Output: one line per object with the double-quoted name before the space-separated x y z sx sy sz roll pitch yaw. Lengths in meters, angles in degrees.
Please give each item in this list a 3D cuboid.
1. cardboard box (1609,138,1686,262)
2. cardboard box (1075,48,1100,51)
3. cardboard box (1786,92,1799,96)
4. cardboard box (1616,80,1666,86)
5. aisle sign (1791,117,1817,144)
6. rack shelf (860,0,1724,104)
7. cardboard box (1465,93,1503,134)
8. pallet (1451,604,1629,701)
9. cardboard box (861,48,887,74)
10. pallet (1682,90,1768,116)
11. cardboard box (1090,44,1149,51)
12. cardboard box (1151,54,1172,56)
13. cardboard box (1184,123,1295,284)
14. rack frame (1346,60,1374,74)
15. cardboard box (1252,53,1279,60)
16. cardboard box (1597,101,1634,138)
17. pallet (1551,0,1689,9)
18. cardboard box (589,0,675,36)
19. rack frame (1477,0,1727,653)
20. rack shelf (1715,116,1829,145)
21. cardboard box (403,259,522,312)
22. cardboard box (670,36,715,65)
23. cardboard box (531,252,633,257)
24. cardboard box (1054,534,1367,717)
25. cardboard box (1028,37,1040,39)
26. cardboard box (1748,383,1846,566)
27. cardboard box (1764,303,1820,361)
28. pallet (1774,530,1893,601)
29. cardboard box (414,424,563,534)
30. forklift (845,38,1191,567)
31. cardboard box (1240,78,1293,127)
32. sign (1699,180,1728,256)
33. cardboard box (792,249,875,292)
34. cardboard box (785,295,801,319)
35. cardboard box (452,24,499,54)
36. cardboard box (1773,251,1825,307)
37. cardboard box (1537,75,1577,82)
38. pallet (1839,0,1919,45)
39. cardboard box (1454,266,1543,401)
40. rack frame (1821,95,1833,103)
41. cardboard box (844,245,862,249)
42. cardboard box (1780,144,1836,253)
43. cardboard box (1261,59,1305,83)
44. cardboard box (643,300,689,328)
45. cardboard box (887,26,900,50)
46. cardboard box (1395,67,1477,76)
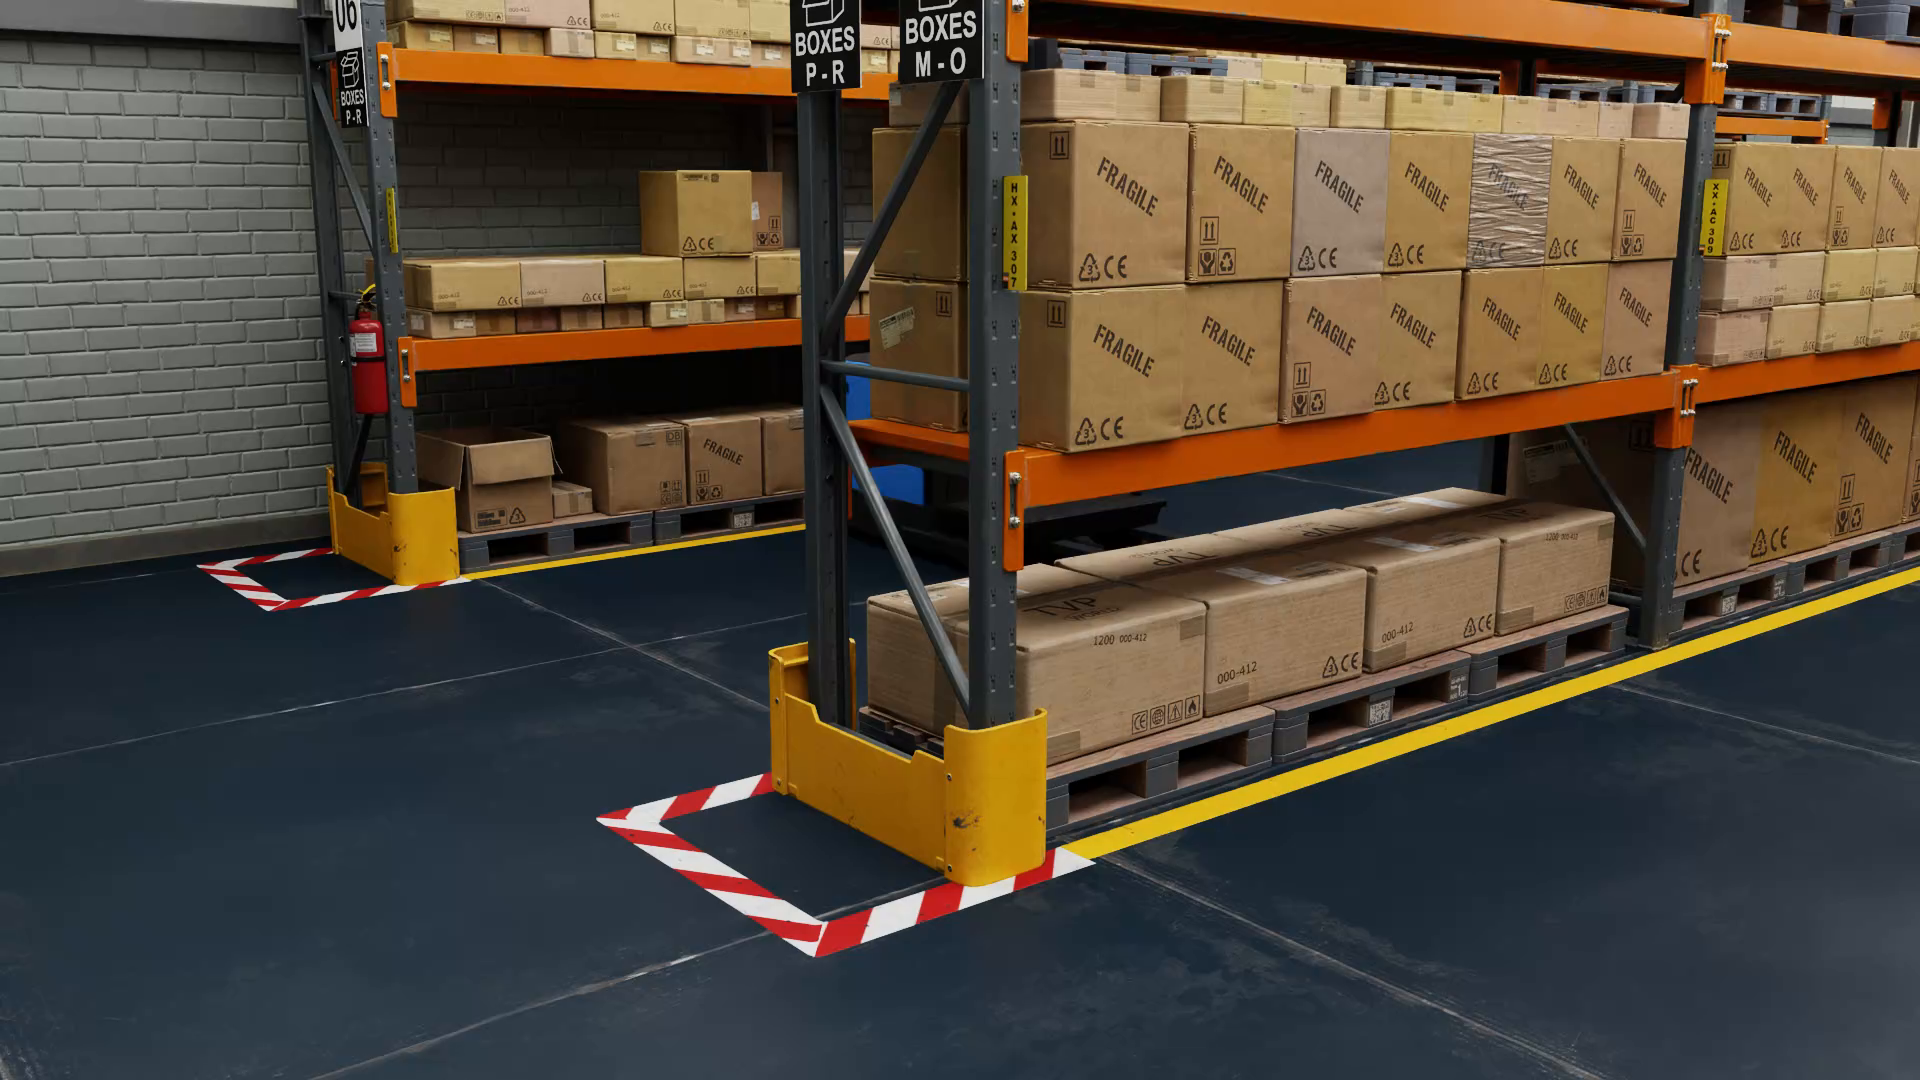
"cardboard box" 2.745 -1.467 7.167 0.500 0.500 0.500 -10 15 -38
"cardboard box" 0.807 -3.632 12.145 0.250 0.149 0.380 -10 16 -39
"cardboard box" 8.751 -4.838 17.825 0.250 0.149 0.380 -10 16 -39
"cardboard box" 6.624 -4.485 16.161 0.250 0.149 0.380 -9 15 -36
"aisle sign" 9.443 -4.629 18.448 0.004 0.787 0.394 -9 15 -38
"rack shelf" 1.380 -1.891 6.322 4.000 0.370 1.077 -9 15 -38
"cardboard box" 1.862 -1.643 6.435 0.250 0.149 0.380 -10 15 -39
"pallet" 2.299 0.415 7.665 1.213 0.211 1.003 -9 15 -38
"cardboard box" -0.667 -3.025 10.534 0.250 0.149 0.380 -9 15 -36
"pallet" 7.686 -4.574 17.438 1.213 0.211 1.003 -9 15 -38
"cardboard box" 1.115 -3.545 11.735 0.250 0.149 0.380 -10 15 -38
"cardboard box" 1.515 -3.778 12.881 0.250 0.149 0.380 -10 15 -38
"cardboard box" 0.770 -1.138 5.619 0.500 0.500 0.500 -10 16 -39
"rack frame" 2.961 -5.293 13.391 0.127 3.000 1.000 -9 15 -38
"cardboard box" 2.232 -3.763 12.806 0.250 0.149 0.380 -9 15 -38
"cardboard box" 2.626 -1.782 7.089 0.250 0.149 0.380 -9 15 -36
"pallet" 2.296 -2.354 6.986 1.213 0.211 1.003 -9 15 -38
"cardboard box" -1.977 -3.007 9.490 0.500 0.250 0.500 -10 16 -39
"rack frame" 2.941 -1.035 7.781 0.127 3.000 1.000 -9 15 -38
"rack shelf" 7.646 -4.252 17.444 4.000 0.370 1.077 -9 15 -38
"cardboard box" -2.763 -1.408 9.182 0.500 0.250 0.500 -9 15 -37
"cardboard box" -1.634 -2.852 9.720 0.250 0.149 0.380 -9 15 -38
"cardboard box" -2.300 -1.625 10.207 0.500 0.250 0.500 -9 15 -36
"cardboard box" 0.980 0.310 6.604 0.875 0.438 0.875 -9 15 -36
"cardboard box" 0.319 -3.412 11.109 0.250 0.149 0.380 -9 15 -37
"cardboard box" 4.076 -0.413 8.956 0.875 0.875 0.875 -9 15 -36
"cardboard box" 3.853 -1.043 8.181 0.500 0.250 0.500 -10 16 -39
"pallet" 4.450 0.058 9.349 1.213 0.211 1.003 -9 15 -38
"cardboard box" -2.749 -0.369 9.642 0.637 0.503 0.797 -10 16 -40
"forklift" 0.467 -1.319 9.286 1.130 2.935 3.031 -9 15 -37
"cardboard box" 0.897 -1.470 5.620 0.250 0.149 0.380 -10 16 -39
"sign" 3.289 -1.407 7.259 0.005 0.325 0.100 -9 15 -38
"cardboard box" -0.790 -1.738 10.739 0.500 0.250 0.500 -9 15 -37
"cardboard box" -1.035 -1.492 10.538 0.250 0.149 0.380 -10 15 -38
"cardboard box" -2.703 -2.707 9.037 0.250 0.149 0.380 -9 15 -37
"cardboard box" 3.851 -1.290 8.138 0.500 0.250 0.500 -9 15 -37
"cardboard box" 5.415 -4.284 15.215 0.250 0.149 0.380 -9 15 -38
"pallet" 4.724 -2.691 8.813 1.213 0.211 1.003 -9 15 -35
"cardboard box" 1.957 -0.847 6.654 0.500 0.500 0.500 -10 15 -38
"rack frame" 9.208 -6.331 18.280 0.127 3.000 1.000 -9 15 -38
"cardboard box" -0.718 -1.891 11.458 0.500 0.250 0.500 -10 15 -38
"cardboard box" 3.844 -1.654 8.048 0.500 0.500 0.500 -10 15 -38
"cardboard box" 2.320 -3.581 12.911 0.500 0.250 0.500 -9 15 -37
"cardboard box" -1.821 -1.355 9.892 0.250 0.149 0.380 -10 16 -39
"cardboard box" -0.383 -3.276 10.757 0.500 0.250 0.500 -9 15 -37
"cardboard box" 4.010 -4.265 14.279 0.500 0.500 0.700 -10 15 -39
